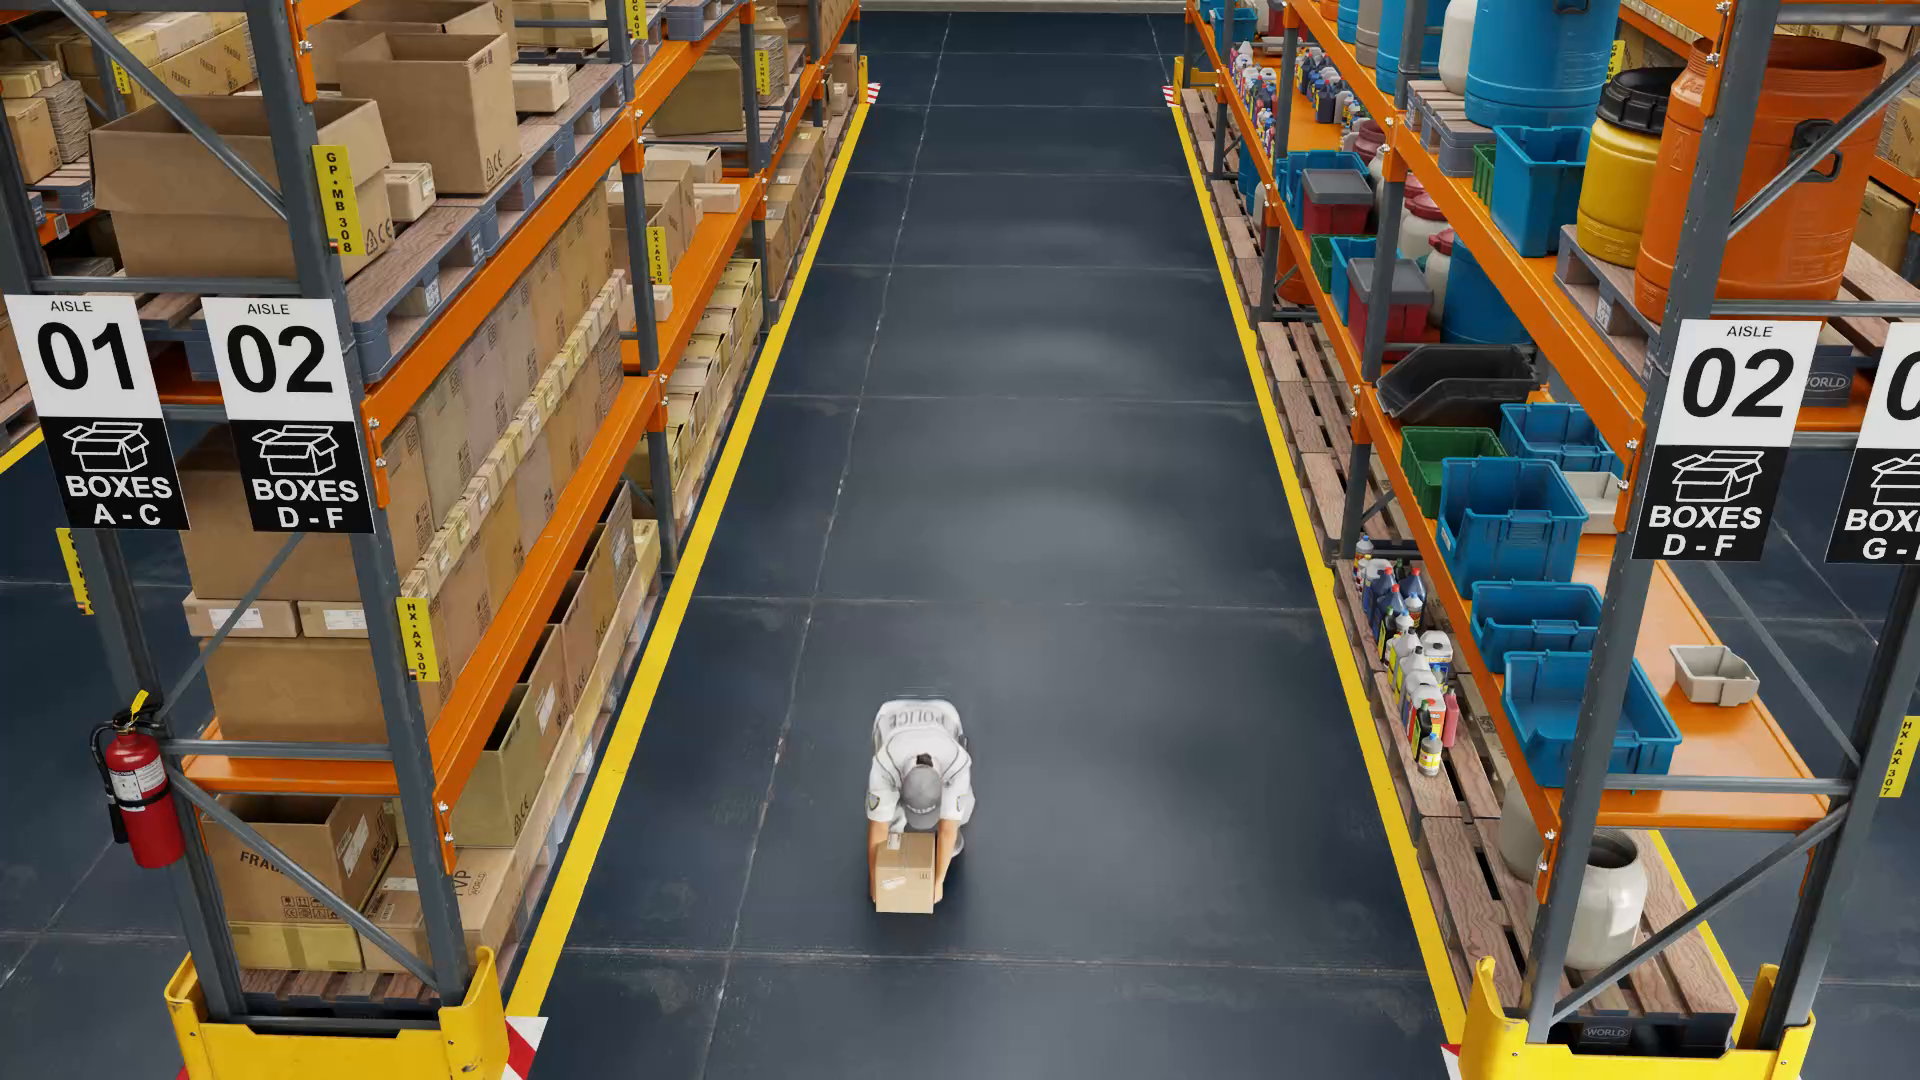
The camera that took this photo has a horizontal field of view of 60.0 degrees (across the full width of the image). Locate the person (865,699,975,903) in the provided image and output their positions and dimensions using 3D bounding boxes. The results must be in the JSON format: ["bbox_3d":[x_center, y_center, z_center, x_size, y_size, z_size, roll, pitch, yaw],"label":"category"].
[{"bbox_3d":[-0.180,1.135,7.524,0.494,0.775,0.917,0,28,0],"label":"person"}]
